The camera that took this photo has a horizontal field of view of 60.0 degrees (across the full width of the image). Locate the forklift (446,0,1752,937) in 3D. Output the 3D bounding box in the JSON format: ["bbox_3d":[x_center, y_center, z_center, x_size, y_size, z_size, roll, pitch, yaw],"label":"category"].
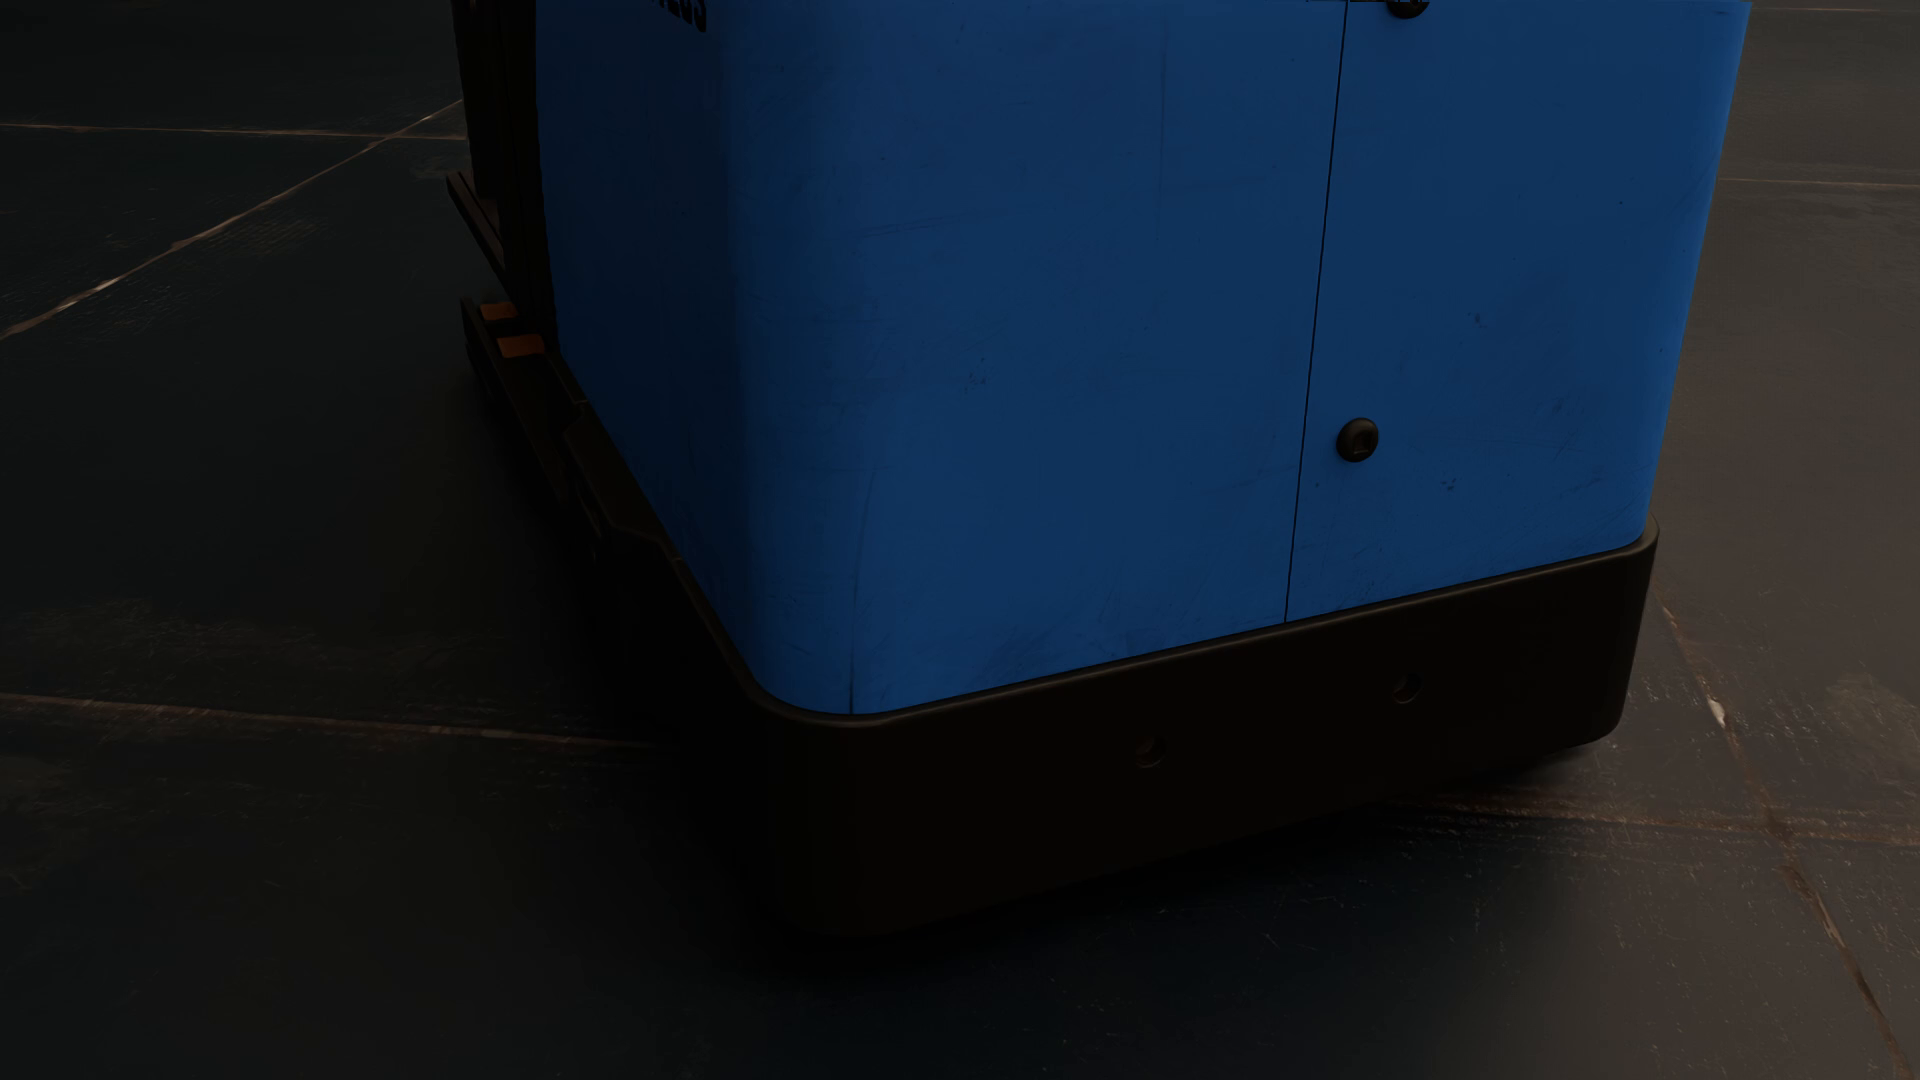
[{"bbox_3d":[-0.263,-1.568,2.360,1.130,2.935,3.031,-11,28,-20],"label":"forklift"}]
